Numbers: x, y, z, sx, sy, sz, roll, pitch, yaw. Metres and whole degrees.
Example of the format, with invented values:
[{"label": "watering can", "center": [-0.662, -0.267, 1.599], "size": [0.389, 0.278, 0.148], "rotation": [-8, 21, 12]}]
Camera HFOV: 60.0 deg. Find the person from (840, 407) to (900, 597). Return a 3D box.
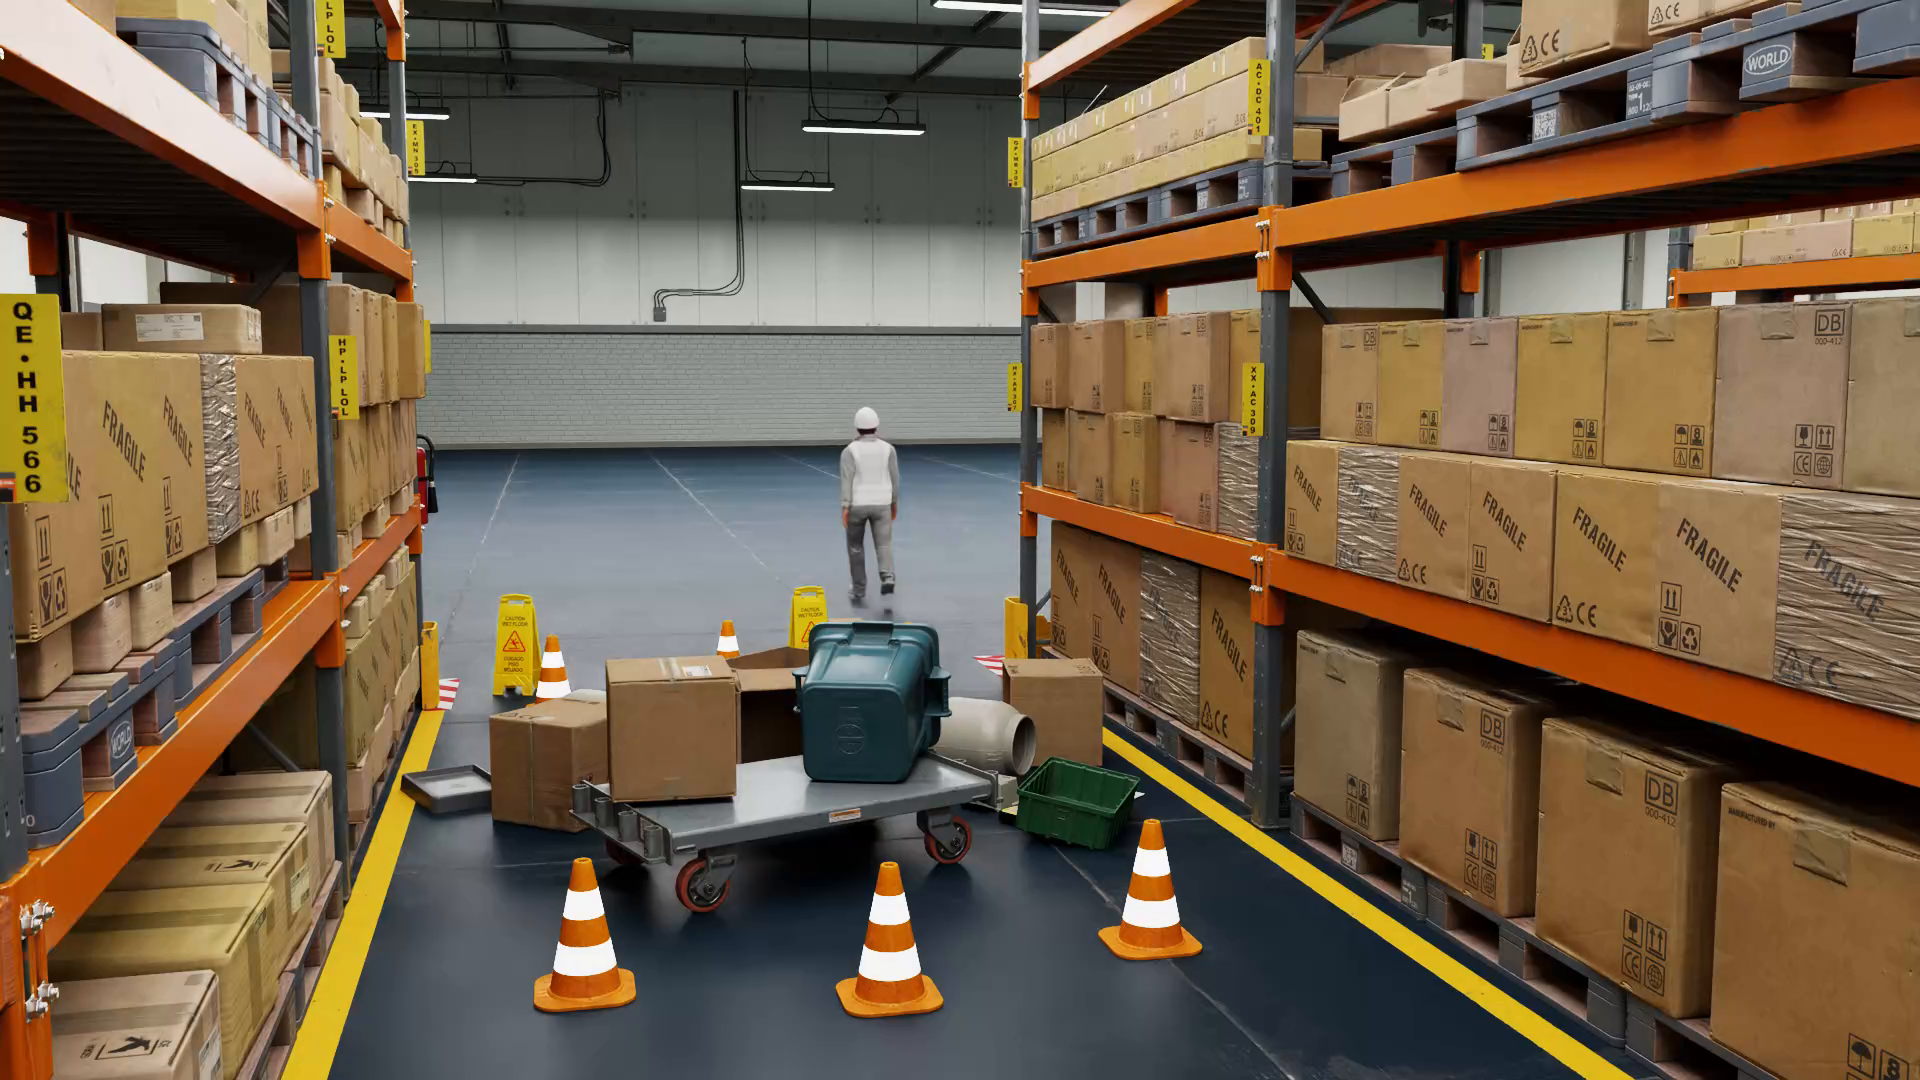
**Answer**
[{"label": "person", "center": [-0.807, -0.322, 14.882], "size": [0.552, 1.732, 0.949], "rotation": [-1, 6, -11]}]
